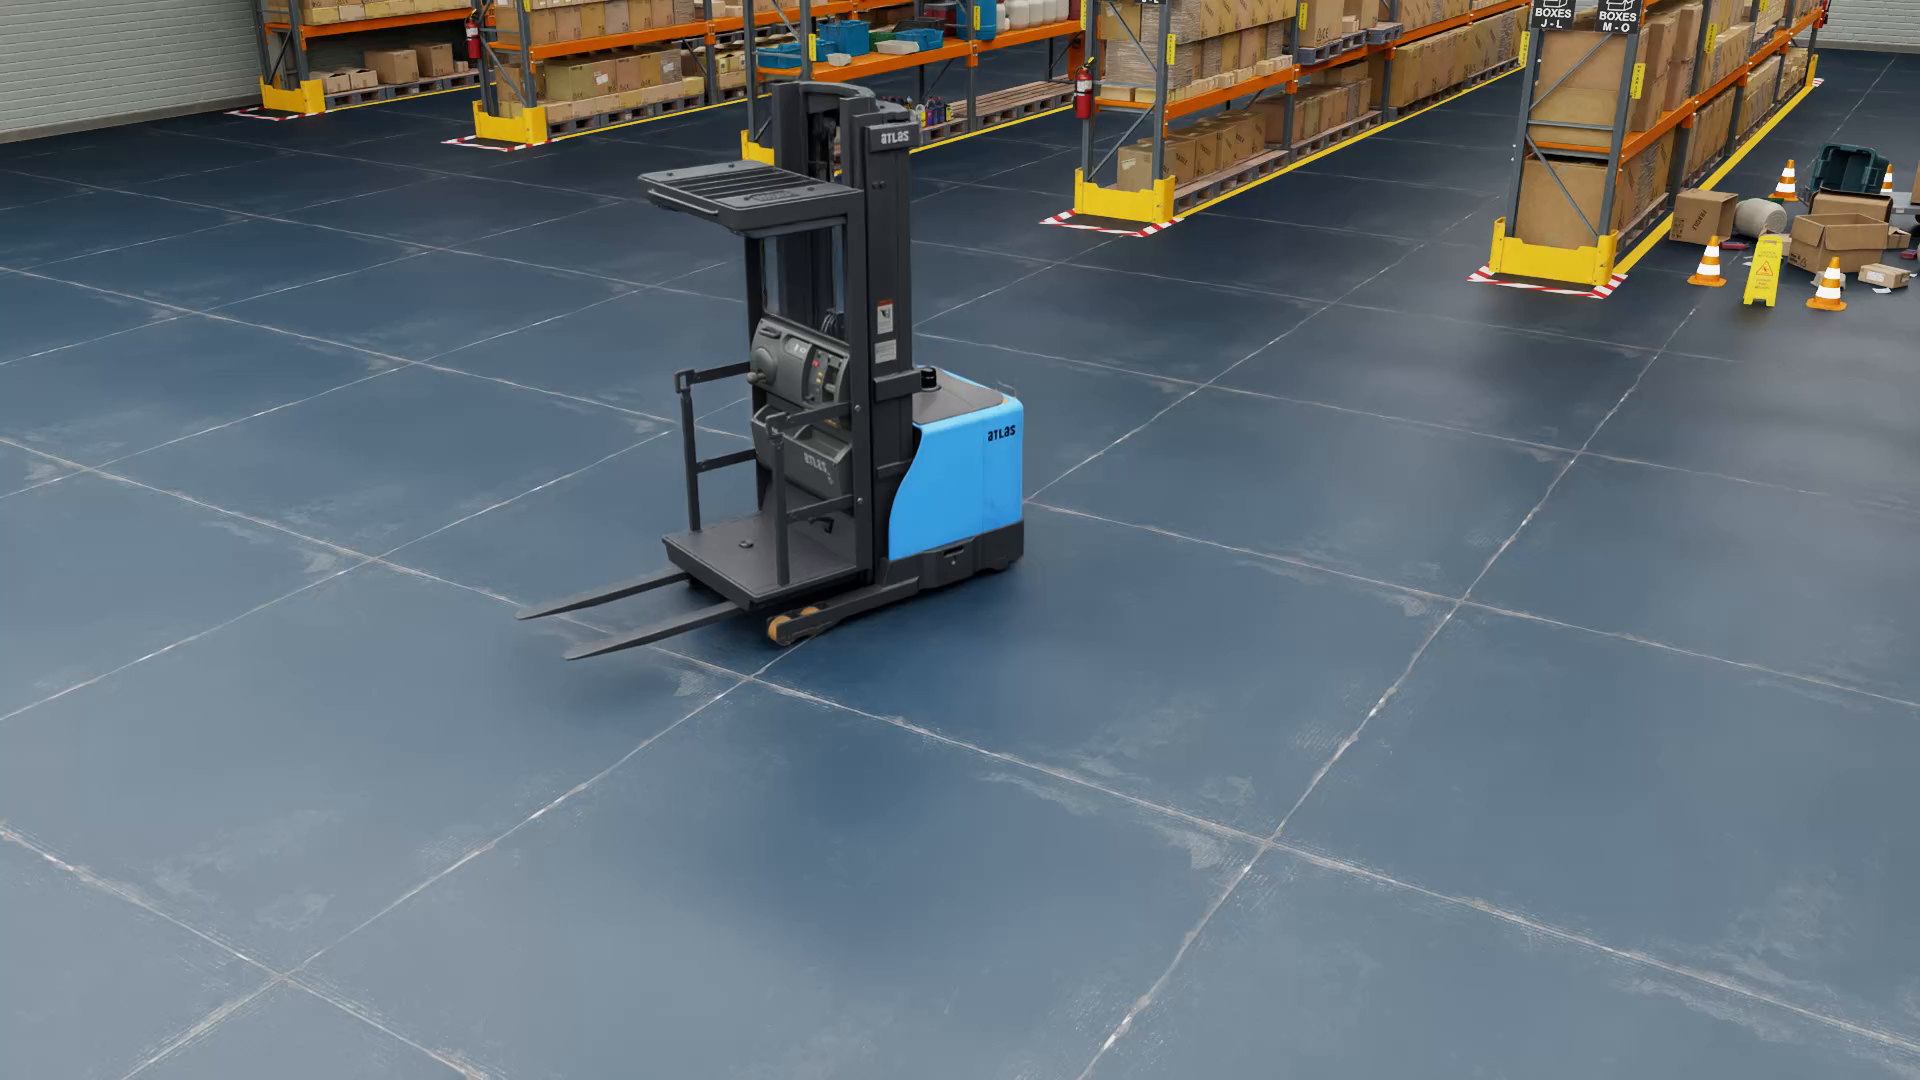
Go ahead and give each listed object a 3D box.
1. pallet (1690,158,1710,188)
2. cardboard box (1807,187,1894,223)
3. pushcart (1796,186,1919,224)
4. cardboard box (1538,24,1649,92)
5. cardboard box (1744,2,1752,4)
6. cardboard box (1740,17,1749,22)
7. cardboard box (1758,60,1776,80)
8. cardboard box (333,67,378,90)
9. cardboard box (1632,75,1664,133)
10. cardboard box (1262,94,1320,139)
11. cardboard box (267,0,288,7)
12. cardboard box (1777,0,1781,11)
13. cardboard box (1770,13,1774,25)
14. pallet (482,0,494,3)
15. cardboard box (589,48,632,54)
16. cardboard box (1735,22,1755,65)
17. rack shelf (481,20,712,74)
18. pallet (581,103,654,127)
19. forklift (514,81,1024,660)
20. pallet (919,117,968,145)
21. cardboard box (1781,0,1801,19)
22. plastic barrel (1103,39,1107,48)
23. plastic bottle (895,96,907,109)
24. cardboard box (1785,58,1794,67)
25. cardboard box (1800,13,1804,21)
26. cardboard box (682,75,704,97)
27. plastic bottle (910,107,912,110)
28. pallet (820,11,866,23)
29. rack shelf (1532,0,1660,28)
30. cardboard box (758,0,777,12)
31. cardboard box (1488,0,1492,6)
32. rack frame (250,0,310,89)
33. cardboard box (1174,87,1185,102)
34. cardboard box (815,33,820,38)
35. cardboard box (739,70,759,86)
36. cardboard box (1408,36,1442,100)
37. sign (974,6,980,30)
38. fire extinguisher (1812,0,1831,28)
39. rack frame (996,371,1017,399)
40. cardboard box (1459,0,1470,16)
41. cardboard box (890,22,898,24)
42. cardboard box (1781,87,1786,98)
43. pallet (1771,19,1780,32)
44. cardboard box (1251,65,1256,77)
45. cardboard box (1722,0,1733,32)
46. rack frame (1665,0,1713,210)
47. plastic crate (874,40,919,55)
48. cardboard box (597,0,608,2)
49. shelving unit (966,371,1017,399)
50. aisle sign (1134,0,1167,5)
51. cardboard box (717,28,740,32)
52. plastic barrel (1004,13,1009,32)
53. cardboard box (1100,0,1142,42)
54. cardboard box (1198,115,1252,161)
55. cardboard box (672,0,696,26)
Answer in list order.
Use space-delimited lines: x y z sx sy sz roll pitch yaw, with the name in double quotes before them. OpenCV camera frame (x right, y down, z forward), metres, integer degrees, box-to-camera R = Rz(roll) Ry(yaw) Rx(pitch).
"pallet" 9.135 -4.856 21.702 1.003 0.211 1.213 14 27 29
"cardboard box" 9.560 -3.451 17.916 0.797 0.637 0.503 14 27 29
"pushcart" 10.445 -3.701 18.823 1.648 0.377 0.936 5 24 11
"cardboard box" 6.268 -4.778 16.463 0.875 0.550 0.550 14 27 29
"cardboard box" 10.808 -7.353 22.999 0.380 0.149 0.250 13 27 28
"cardboard box" 10.685 -7.131 22.861 0.380 0.149 0.250 15 28 31
"cardboard box" 11.909 -7.061 24.959 0.500 0.250 0.500 15 28 31
"cardboard box" -10.003 -7.659 27.497 0.500 0.311 0.500 16 28 33
"cardboard box" 6.871 -4.653 17.533 0.875 0.550 0.550 14 27 29
"cardboard box" 4.599 -5.934 23.275 0.700 0.500 0.500 14 27 29
"cardboard box" -10.677 -8.772 26.457 0.500 0.500 0.500 14 27 28
"cardboard box" 12.056 -8.012 24.896 0.380 0.149 0.250 15 28 31
"cardboard box" 11.784 -7.697 24.542 0.380 0.149 0.250 13 26 27
"pallet" -8.108 -9.773 29.792 1.003 0.211 1.213 14 27 29
"cardboard box" -5.463 -7.444 26.158 0.500 0.500 0.500 14 27 29
"cardboard box" 10.250 -6.634 22.173 0.500 0.500 0.500 14 27 29
"rack shelf" -5.480 -7.592 25.417 1.077 0.370 4.000 14 27 29
"pallet" -5.523 -6.644 25.833 1.003 0.211 1.213 14 27 29
"forklift" -1.077 -0.986 9.339 3.031 2.935 1.130 -17 29 -34
"pallet" -0.608 -6.060 24.483 1.003 0.211 1.213 14 27 29
"cardboard box" 12.845 -8.443 25.978 0.500 0.500 0.500 13 27 28
"plastic barrel" 2.731 -8.544 29.217 0.600 0.588 0.708 14 27 29
"plastic bottle" -0.874 -6.328 24.373 0.144 0.351 0.185 14 27 29
"cardboard box" 13.574 -7.899 27.531 0.380 0.149 0.250 14 27 29
"cardboard box" 13.450 -8.513 26.955 0.380 0.149 0.250 15 28 31
"cardboard box" -4.484 -7.326 26.829 0.500 0.250 0.500 14 27 29
"plastic bottle" -0.686 -6.074 23.871 0.061 0.283 0.133 14 27 29
"pallet" -2.661 -12.118 38.477 1.003 0.211 1.213 14 27 29
"rack shelf" 7.095 -5.818 17.543 1.077 0.370 4.000 14 27 29
"cardboard box" -3.464 -9.246 28.206 0.500 0.500 0.500 14 27 29
"cardboard box" 9.062 -9.402 29.008 0.380 0.149 0.250 13 27 28
"rack frame" -10.745 -8.284 26.110 1.000 3.000 0.127 14 27 29
"cardboard box" 2.380 -5.181 19.259 0.380 0.149 0.250 14 27 29
"cardboard box" -2.382 -8.907 29.776 0.500 0.311 0.500 15 27 30
"cardboard box" -3.731 -7.784 27.889 0.500 0.250 0.500 15 27 30
"cardboard box" 6.958 -7.615 26.711 1.225 0.875 0.875 14 27 29
"sign" 0.243 -7.566 24.103 0.100 0.325 0.005 14 27 29
"fire extinguisher" 15.005 -9.278 28.973 0.296 0.674 0.183 14 27 29
"rack frame" 0.295 -0.565 10.734 0.008 1.050 0.200 -17 29 -34
"cardboard box" 8.195 -9.051 27.755 0.500 0.500 0.500 14 27 29
"cardboard box" -1.021 -9.619 31.787 0.500 0.500 0.500 13 27 27
"cardboard box" 12.975 -7.176 26.611 0.380 0.149 0.250 15 27 30
"pallet" 11.843 -7.831 25.305 1.003 0.211 1.213 14 27 29
"cardboard box" 3.522 -5.952 21.039 0.380 0.149 0.250 14 27 29
"cardboard box" 9.480 -6.807 21.314 0.700 0.500 0.500 13 27 28
"rack frame" 8.150 -5.446 19.555 1.000 3.000 0.127 14 27 29
"plastic crate" -0.860 -6.836 23.096 0.530 0.136 0.437 14 27 29
"cardboard box" -5.467 -8.113 24.773 0.380 0.149 0.250 13 27 28
"shelving unit" 0.199 -0.535 10.665 0.252 1.050 0.215 -17 29 -34
"aisle sign" 2.102 -6.279 18.206 0.394 0.787 0.004 14 27 29
"cardboard box" -5.114 -10.993 34.545 0.750 0.750 0.750 15 27 31
"plastic barrel" 0.610 -7.909 25.418 0.301 0.262 0.301 0 23 0
"cardboard box" 1.960 -6.049 19.187 0.500 0.500 0.500 14 27 29
"cardboard box" 3.449 -5.244 21.705 0.500 0.500 0.500 -18 29 -36
"cardboard box" -4.653 -8.492 26.465 0.700 0.500 0.500 13 27 28
